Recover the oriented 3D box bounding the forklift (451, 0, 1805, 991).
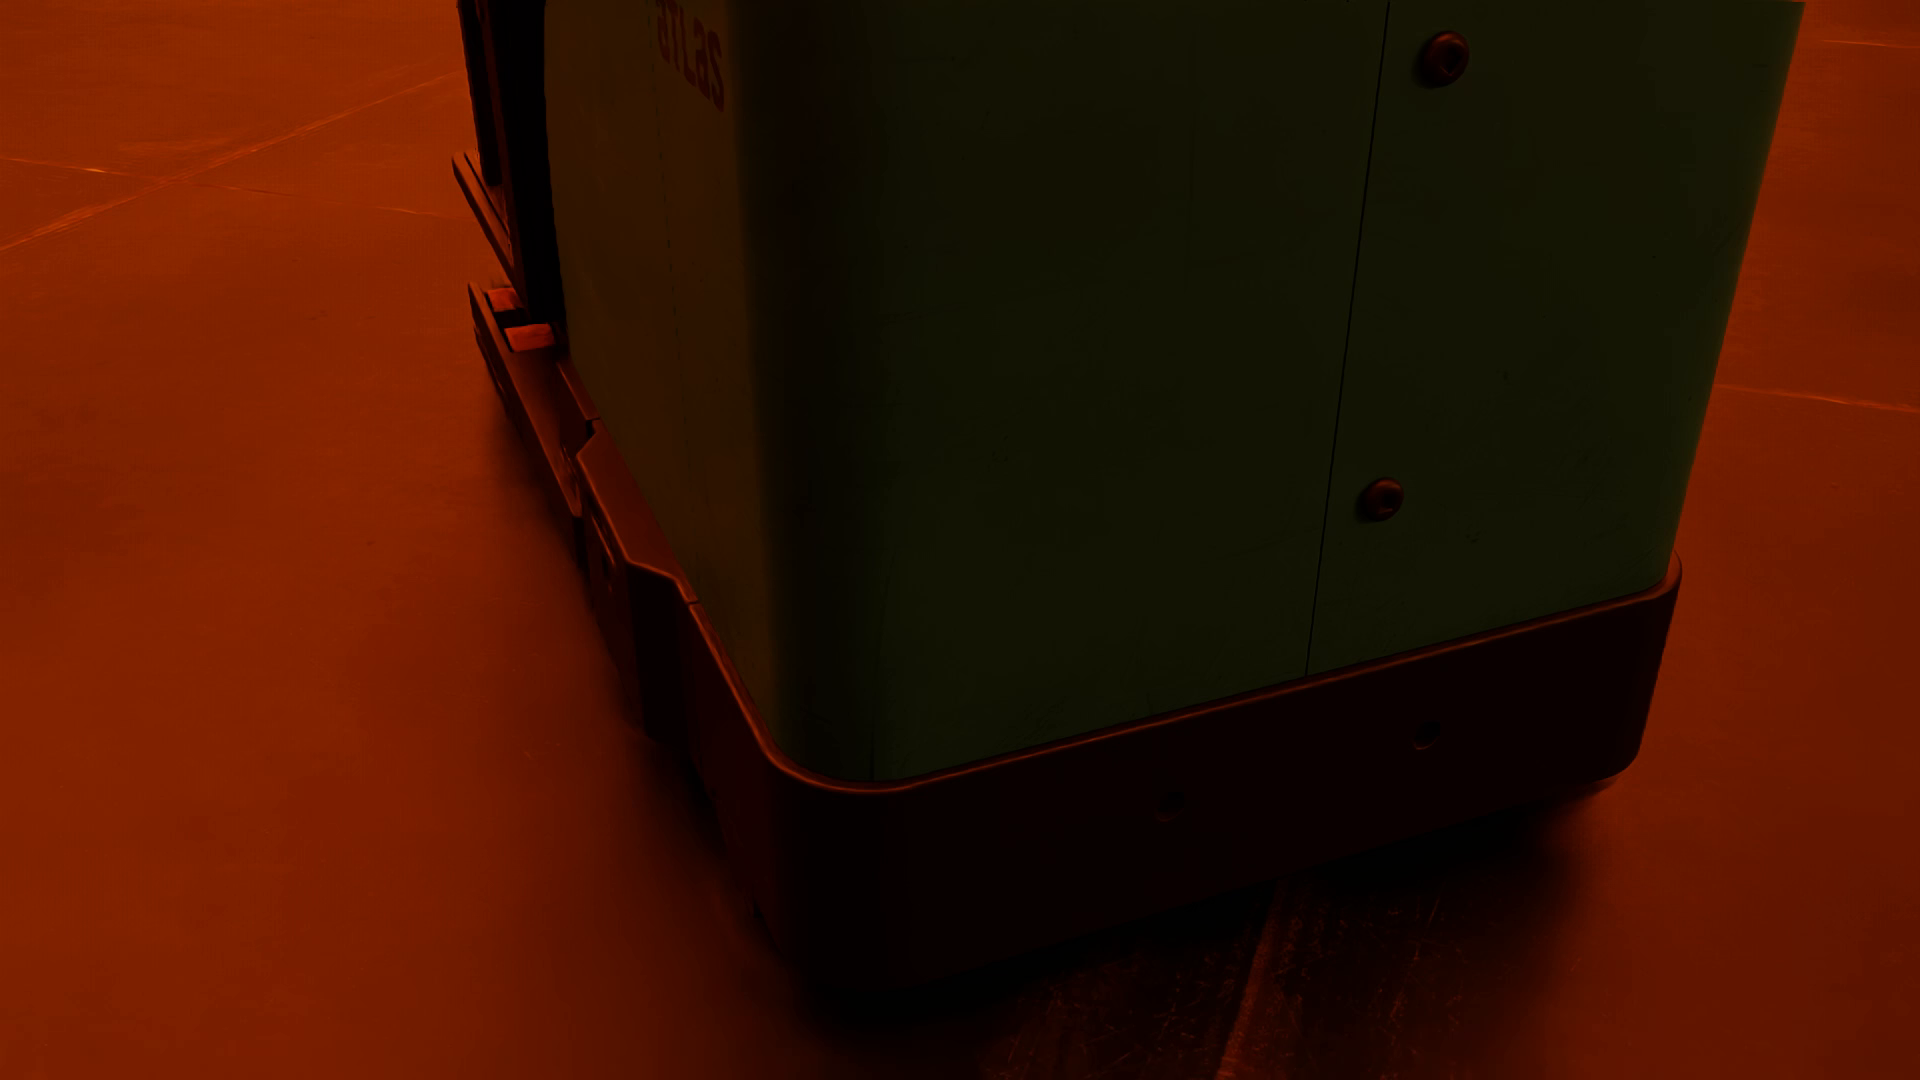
[{"bbox_3d":[-0.240,-1.552,2.267,1.130,2.935,3.031,-12,32,-20],"label":"forklift"}]
